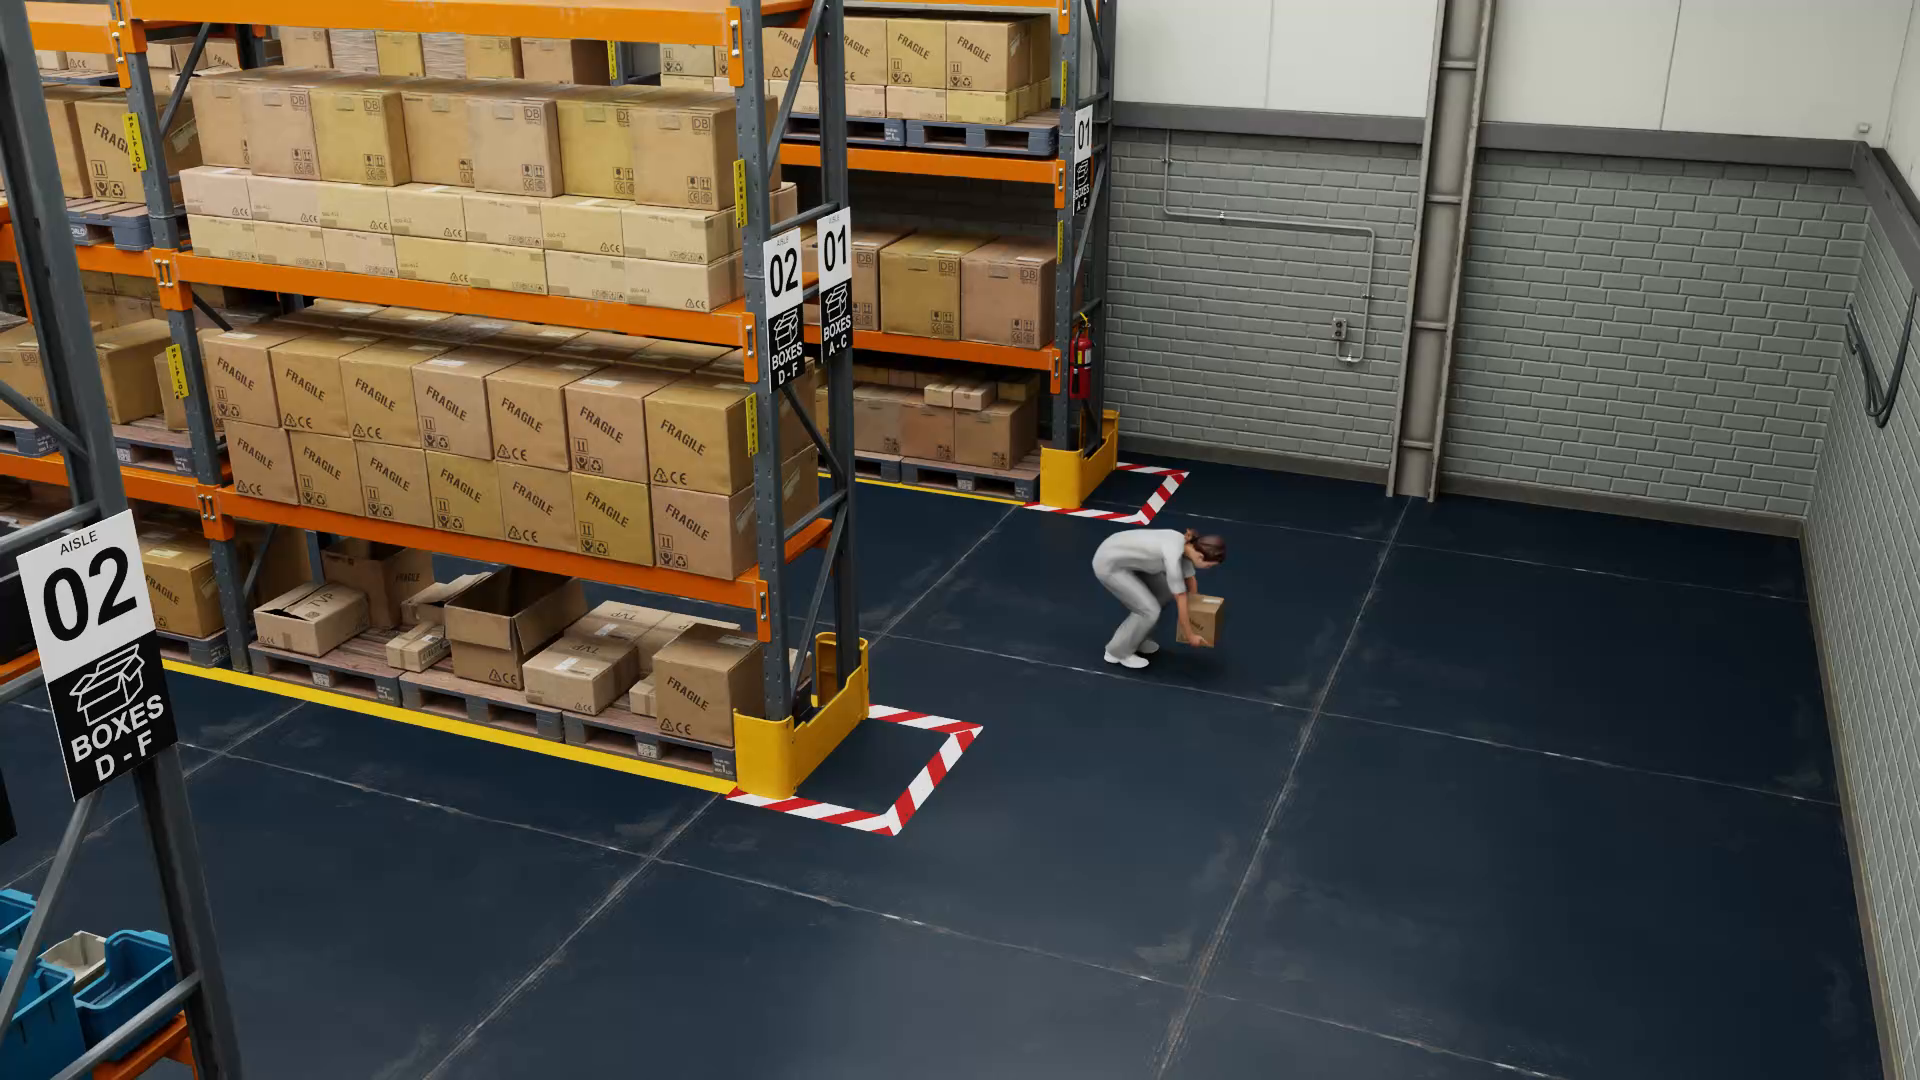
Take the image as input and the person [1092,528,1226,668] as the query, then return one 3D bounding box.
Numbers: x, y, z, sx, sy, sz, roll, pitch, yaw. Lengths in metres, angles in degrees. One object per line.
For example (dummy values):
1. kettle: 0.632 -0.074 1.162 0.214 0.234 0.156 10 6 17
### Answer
1. person: 1.303 0.362 10.973 0.864 0.961 0.475 8 24 18
